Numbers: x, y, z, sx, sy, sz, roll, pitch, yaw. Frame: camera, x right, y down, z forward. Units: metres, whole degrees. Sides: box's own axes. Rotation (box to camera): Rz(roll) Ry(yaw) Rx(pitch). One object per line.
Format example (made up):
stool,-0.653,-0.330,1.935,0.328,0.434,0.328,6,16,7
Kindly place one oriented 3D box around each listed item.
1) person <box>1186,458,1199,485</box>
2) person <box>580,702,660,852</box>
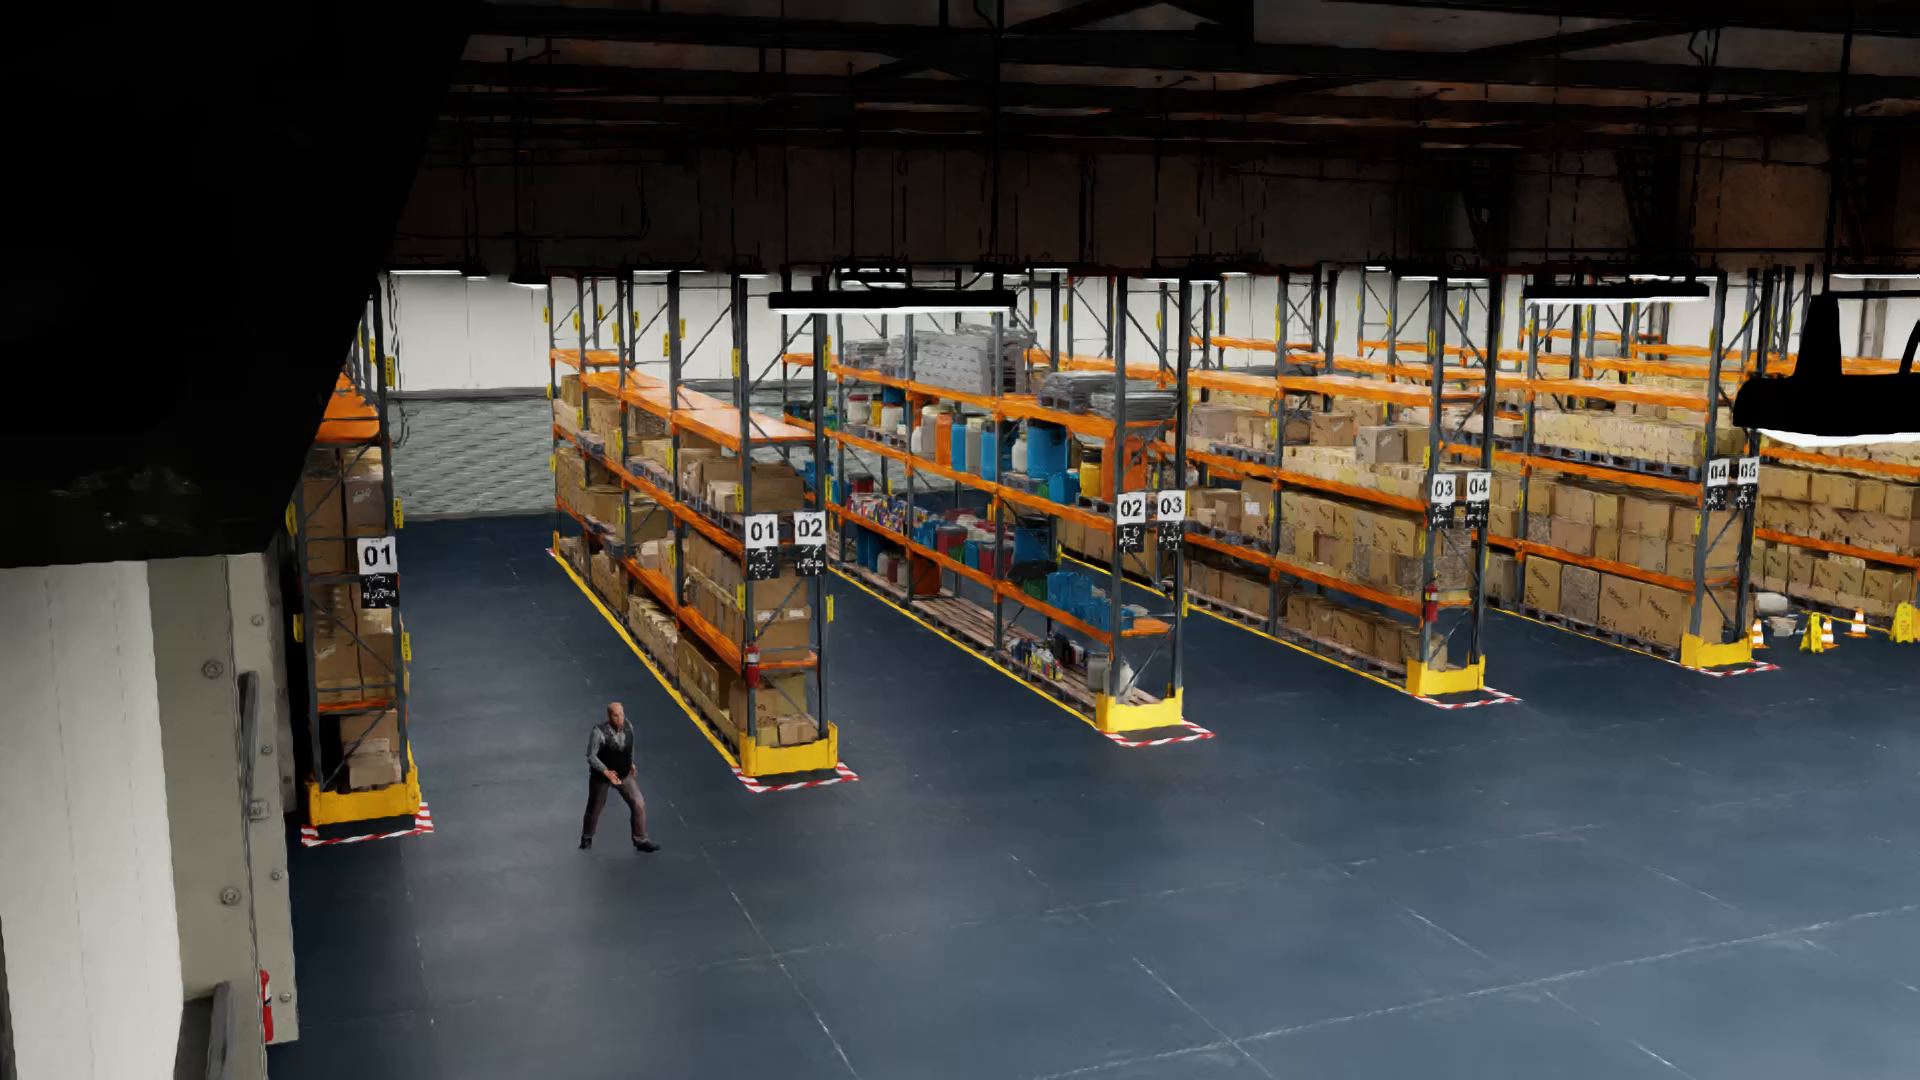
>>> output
person,5.284,-1.056,37.820,0.452,1.670,0.509,-2,10,-13
person,-3.669,2.489,17.583,0.683,1.659,0.832,-8,13,-38
